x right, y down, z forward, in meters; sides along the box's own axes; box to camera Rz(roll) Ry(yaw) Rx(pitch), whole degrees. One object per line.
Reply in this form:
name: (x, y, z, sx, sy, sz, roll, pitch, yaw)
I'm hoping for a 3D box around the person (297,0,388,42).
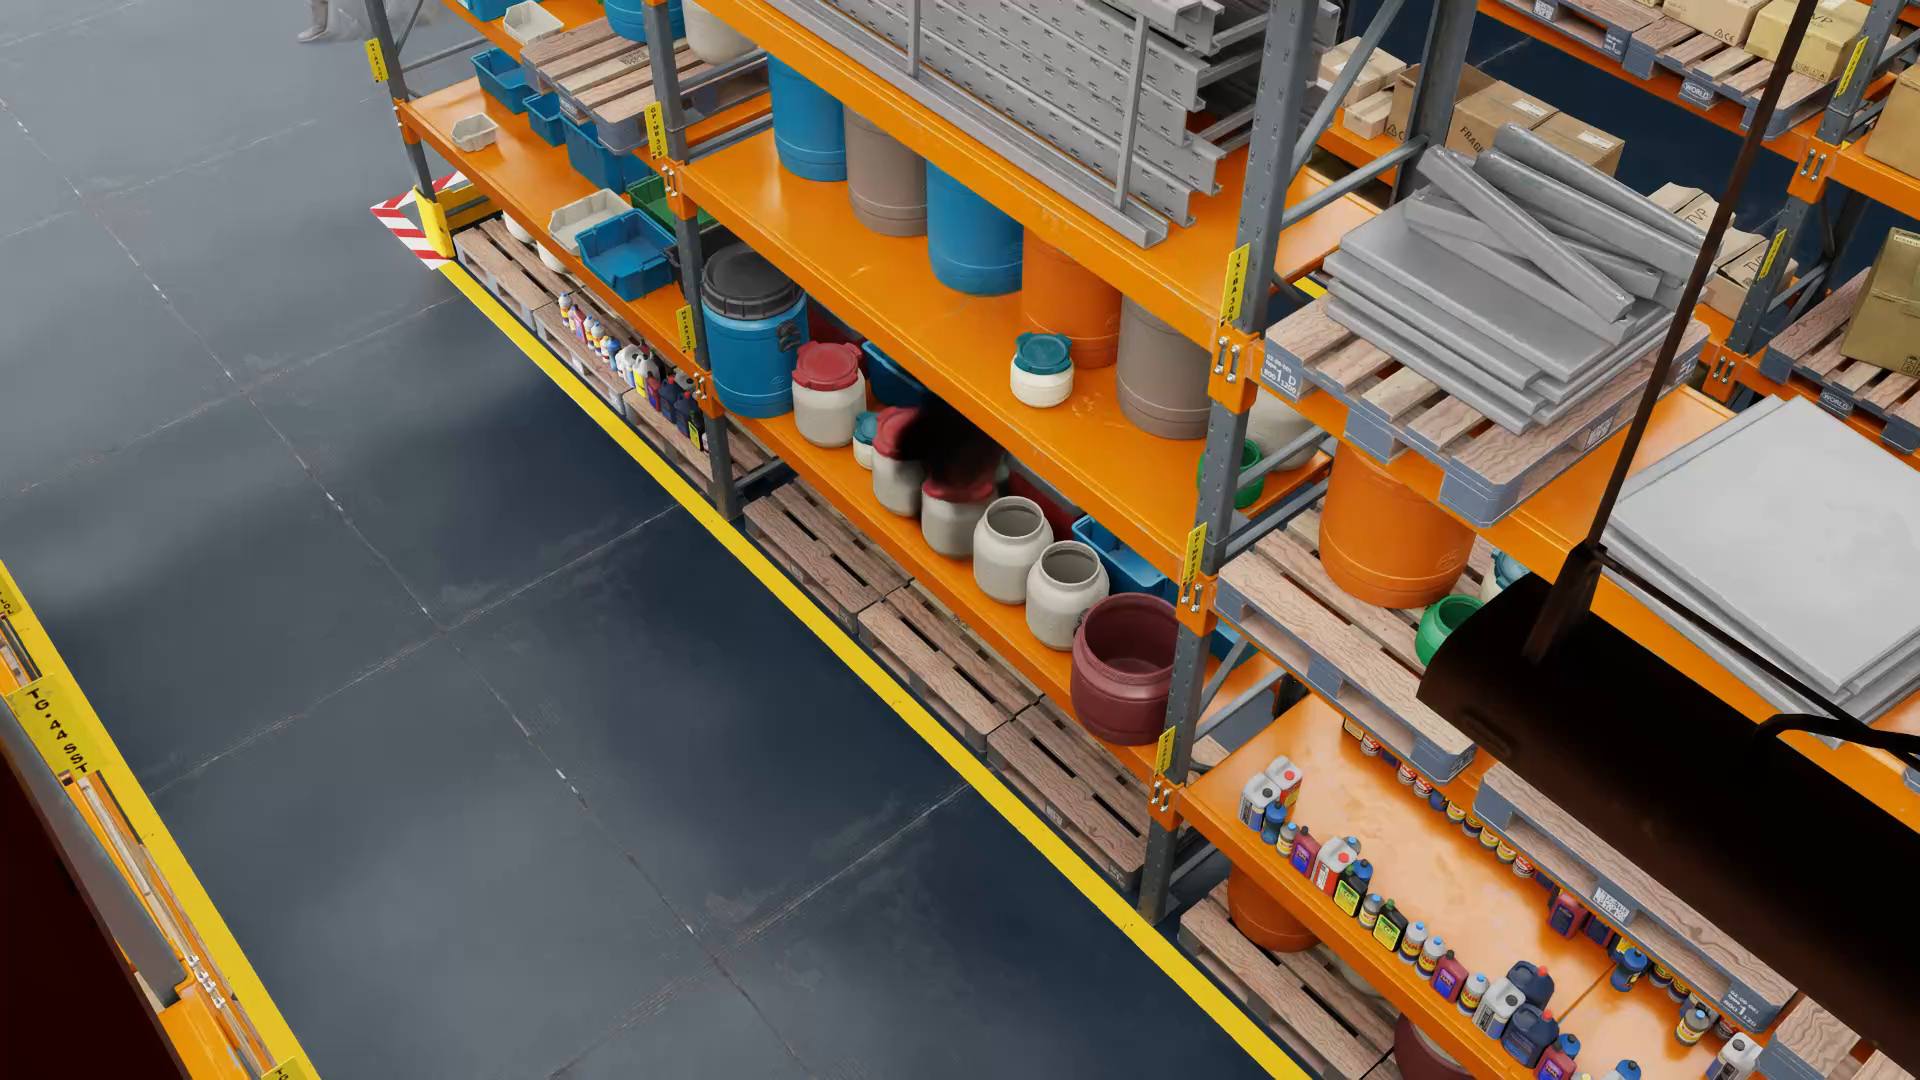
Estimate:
person: (-5.682, -5.330, 14.866, 0.931, 1.698, 0.585, -13, 48, -12)
